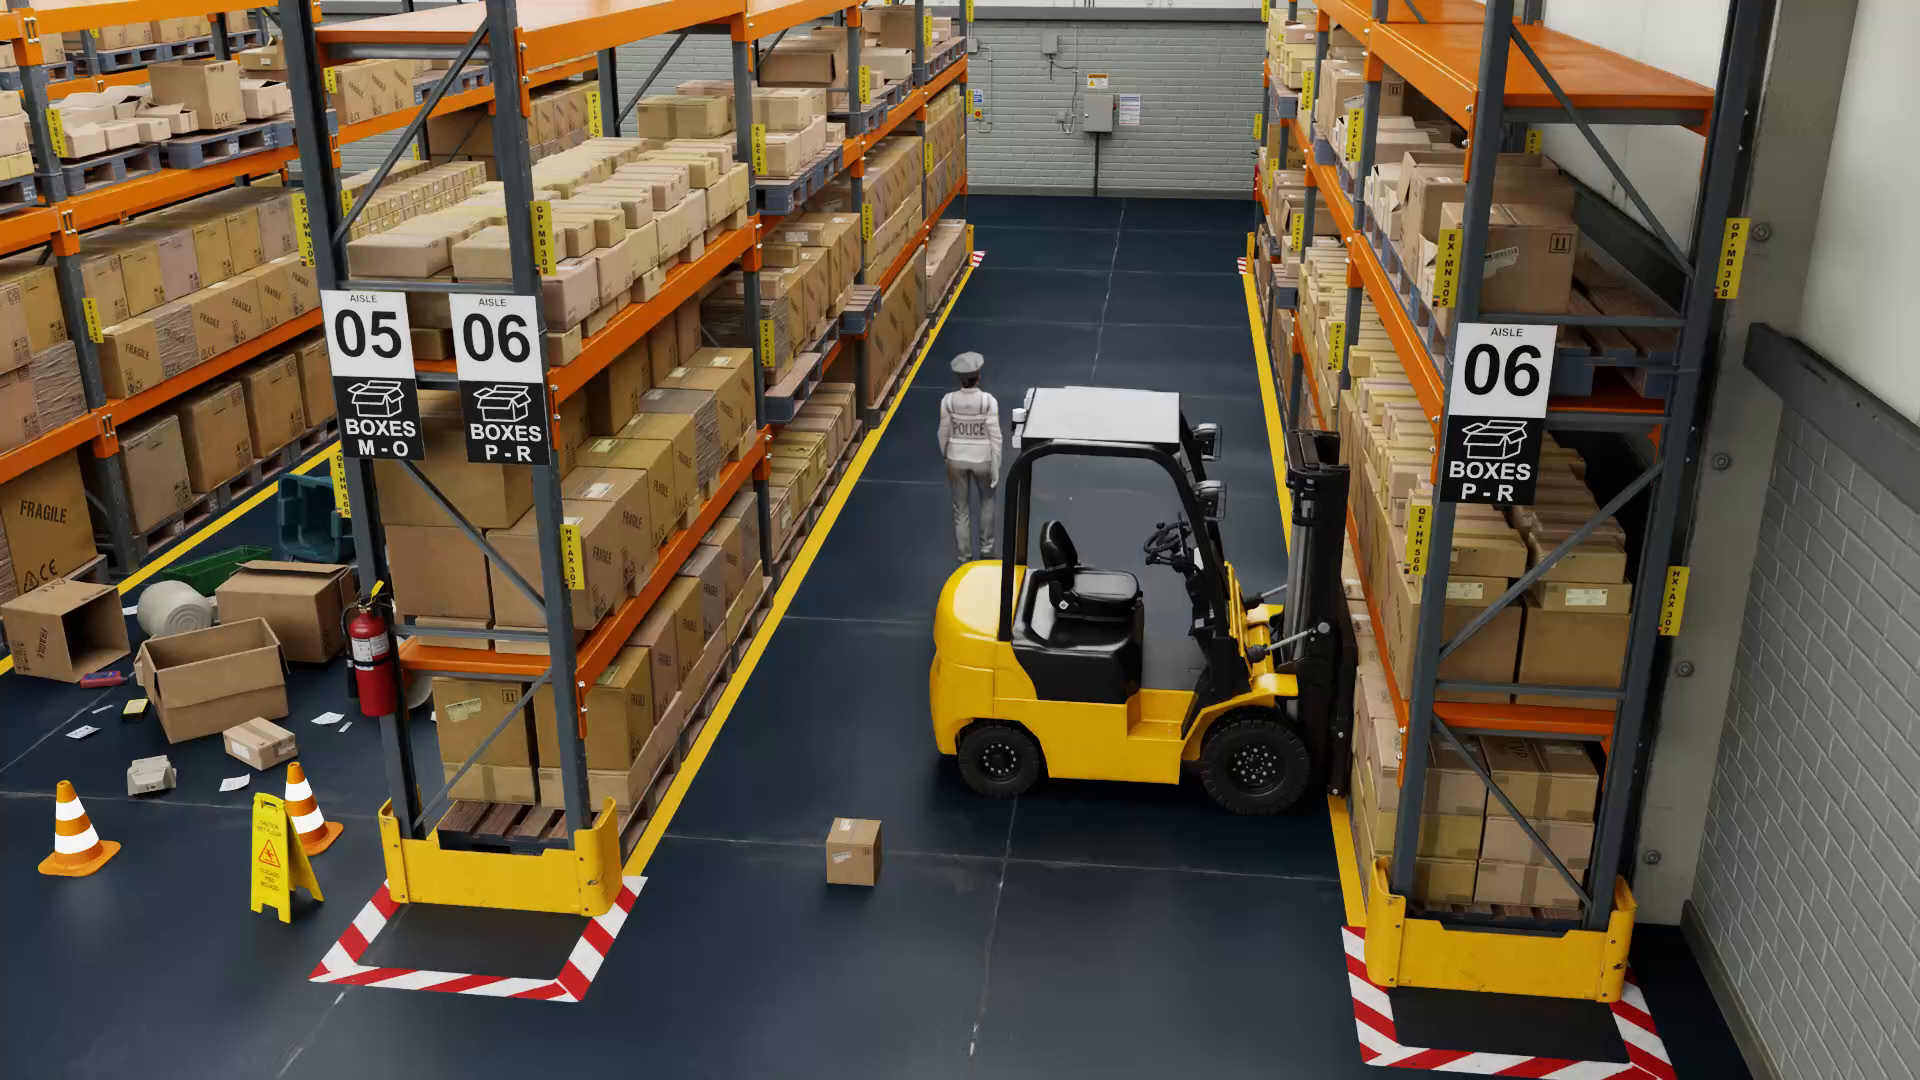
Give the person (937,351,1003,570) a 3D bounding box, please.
[{"bbox_3d":[0.077,-0.567,12.537,0.497,1.737,0.660,1,21,3],"label":"person"}]
